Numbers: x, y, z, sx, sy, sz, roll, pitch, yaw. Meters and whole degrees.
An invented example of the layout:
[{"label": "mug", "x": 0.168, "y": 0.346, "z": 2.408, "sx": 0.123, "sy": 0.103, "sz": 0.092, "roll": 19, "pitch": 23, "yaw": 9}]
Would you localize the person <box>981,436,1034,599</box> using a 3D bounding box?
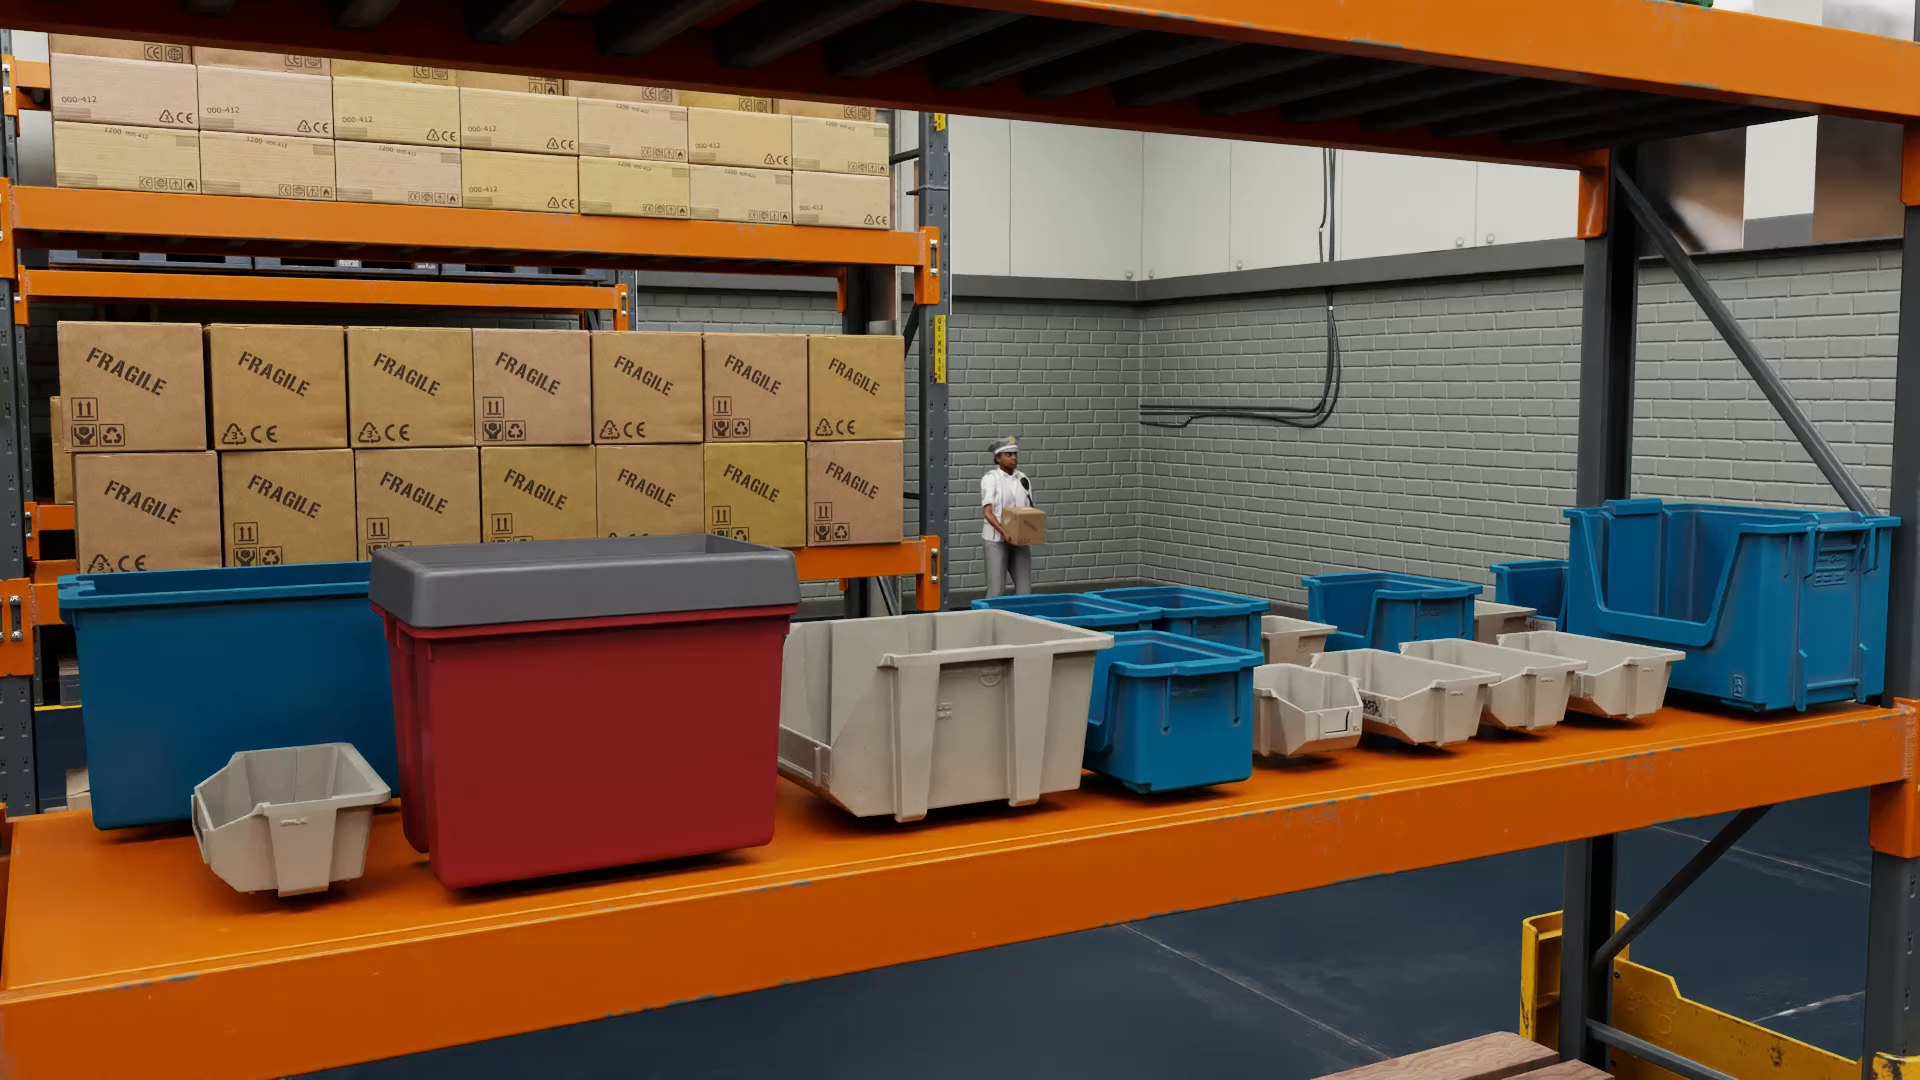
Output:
[{"label": "person", "x": 0.403, "y": 0.032, "z": 13.015, "sx": 0.451, "sy": 1.687, "sz": 0.537, "roll": -3, "pitch": 6, "yaw": -28}]
